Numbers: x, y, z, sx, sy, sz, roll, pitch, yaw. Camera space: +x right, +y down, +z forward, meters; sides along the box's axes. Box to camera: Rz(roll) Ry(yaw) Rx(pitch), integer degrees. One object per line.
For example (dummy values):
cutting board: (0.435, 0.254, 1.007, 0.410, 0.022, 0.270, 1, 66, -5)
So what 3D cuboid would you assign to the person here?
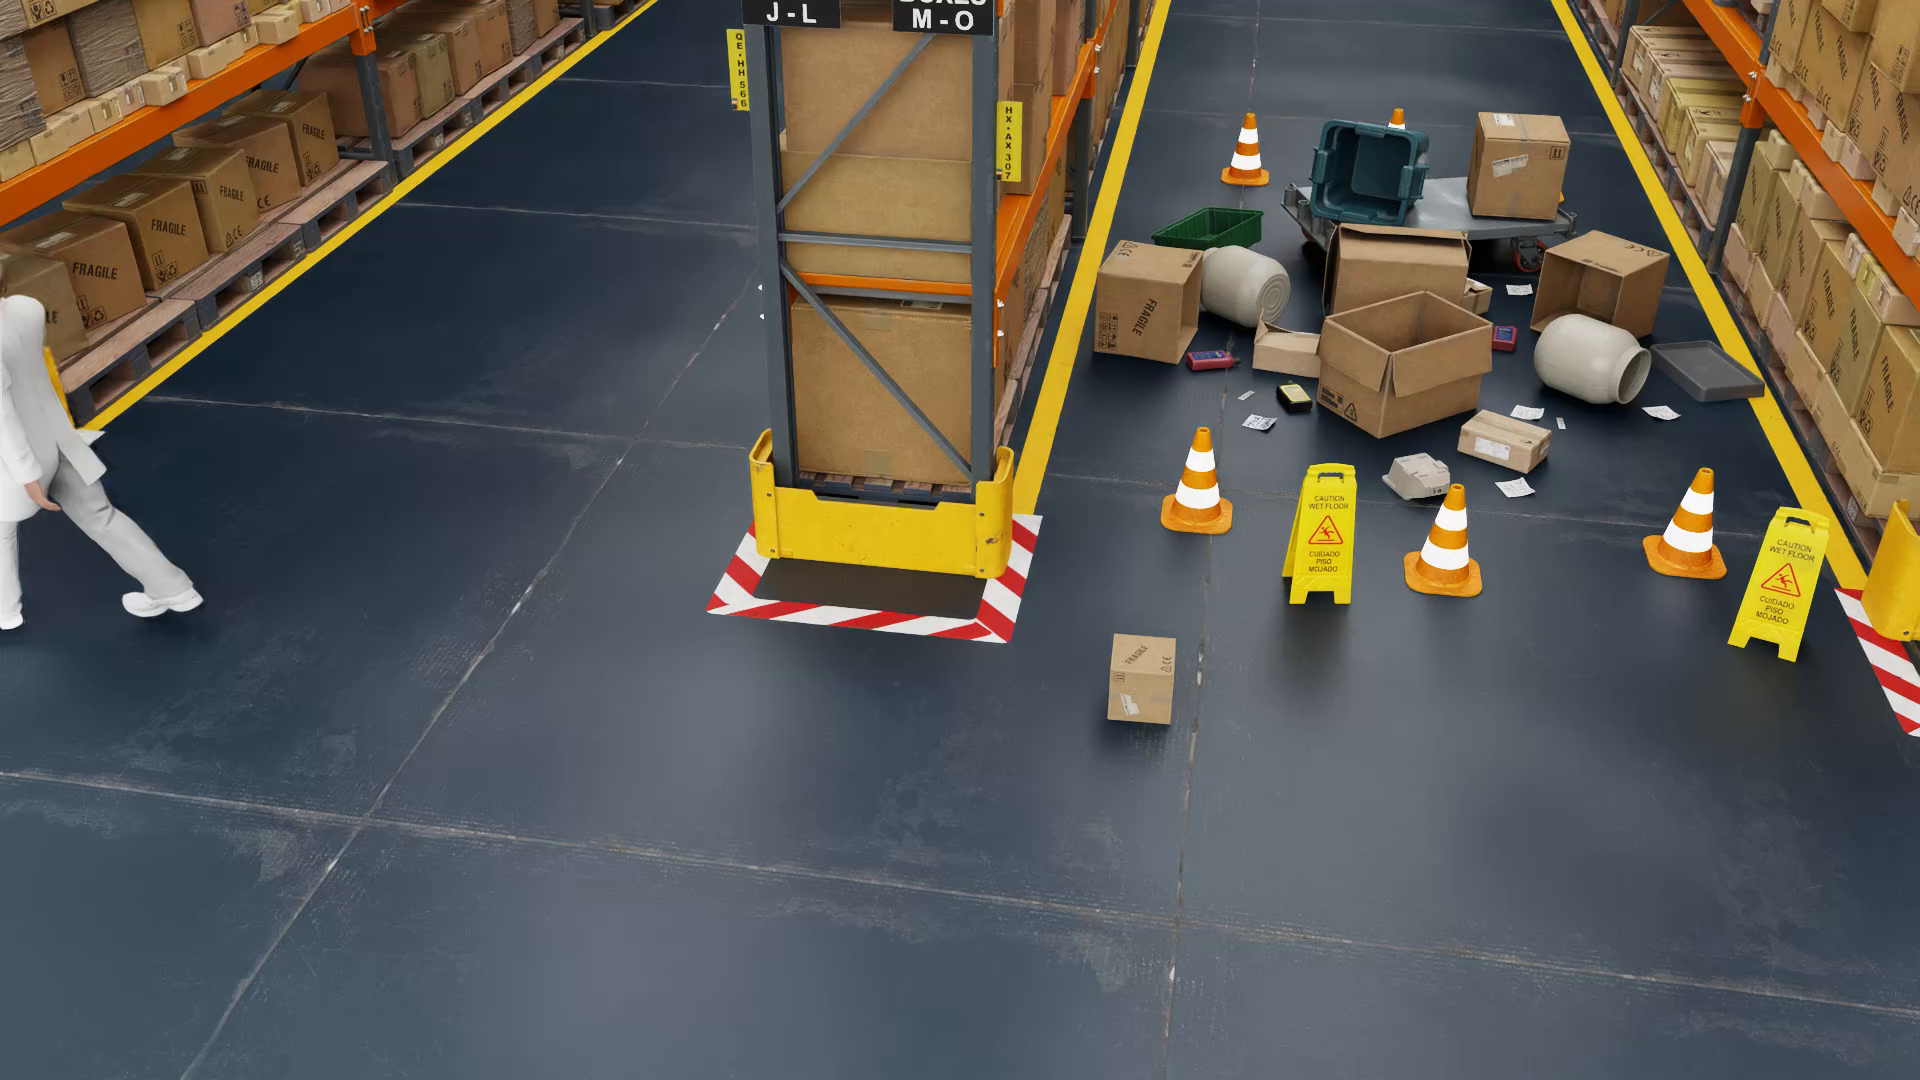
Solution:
person: (-3.839, -0.387, 6.770, 1.147, 1.725, 0.564, 5, 32, 8)
